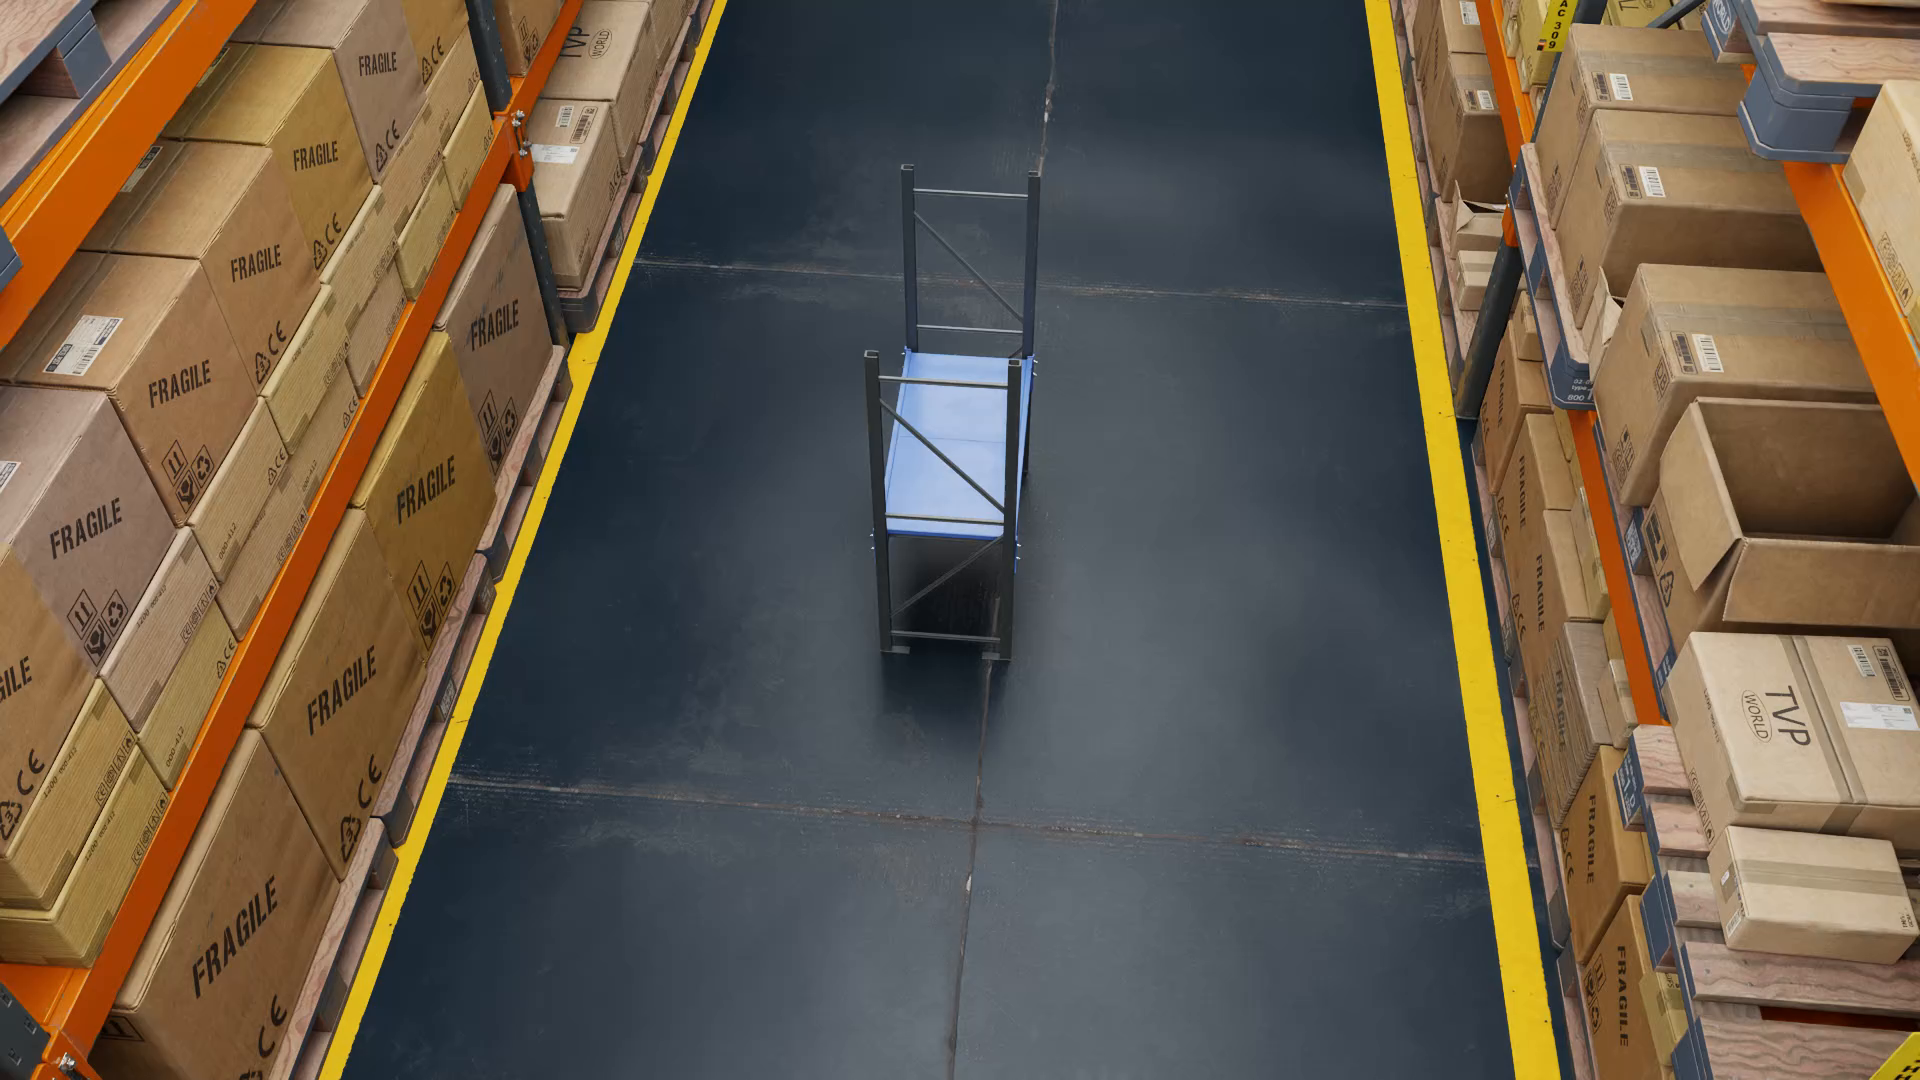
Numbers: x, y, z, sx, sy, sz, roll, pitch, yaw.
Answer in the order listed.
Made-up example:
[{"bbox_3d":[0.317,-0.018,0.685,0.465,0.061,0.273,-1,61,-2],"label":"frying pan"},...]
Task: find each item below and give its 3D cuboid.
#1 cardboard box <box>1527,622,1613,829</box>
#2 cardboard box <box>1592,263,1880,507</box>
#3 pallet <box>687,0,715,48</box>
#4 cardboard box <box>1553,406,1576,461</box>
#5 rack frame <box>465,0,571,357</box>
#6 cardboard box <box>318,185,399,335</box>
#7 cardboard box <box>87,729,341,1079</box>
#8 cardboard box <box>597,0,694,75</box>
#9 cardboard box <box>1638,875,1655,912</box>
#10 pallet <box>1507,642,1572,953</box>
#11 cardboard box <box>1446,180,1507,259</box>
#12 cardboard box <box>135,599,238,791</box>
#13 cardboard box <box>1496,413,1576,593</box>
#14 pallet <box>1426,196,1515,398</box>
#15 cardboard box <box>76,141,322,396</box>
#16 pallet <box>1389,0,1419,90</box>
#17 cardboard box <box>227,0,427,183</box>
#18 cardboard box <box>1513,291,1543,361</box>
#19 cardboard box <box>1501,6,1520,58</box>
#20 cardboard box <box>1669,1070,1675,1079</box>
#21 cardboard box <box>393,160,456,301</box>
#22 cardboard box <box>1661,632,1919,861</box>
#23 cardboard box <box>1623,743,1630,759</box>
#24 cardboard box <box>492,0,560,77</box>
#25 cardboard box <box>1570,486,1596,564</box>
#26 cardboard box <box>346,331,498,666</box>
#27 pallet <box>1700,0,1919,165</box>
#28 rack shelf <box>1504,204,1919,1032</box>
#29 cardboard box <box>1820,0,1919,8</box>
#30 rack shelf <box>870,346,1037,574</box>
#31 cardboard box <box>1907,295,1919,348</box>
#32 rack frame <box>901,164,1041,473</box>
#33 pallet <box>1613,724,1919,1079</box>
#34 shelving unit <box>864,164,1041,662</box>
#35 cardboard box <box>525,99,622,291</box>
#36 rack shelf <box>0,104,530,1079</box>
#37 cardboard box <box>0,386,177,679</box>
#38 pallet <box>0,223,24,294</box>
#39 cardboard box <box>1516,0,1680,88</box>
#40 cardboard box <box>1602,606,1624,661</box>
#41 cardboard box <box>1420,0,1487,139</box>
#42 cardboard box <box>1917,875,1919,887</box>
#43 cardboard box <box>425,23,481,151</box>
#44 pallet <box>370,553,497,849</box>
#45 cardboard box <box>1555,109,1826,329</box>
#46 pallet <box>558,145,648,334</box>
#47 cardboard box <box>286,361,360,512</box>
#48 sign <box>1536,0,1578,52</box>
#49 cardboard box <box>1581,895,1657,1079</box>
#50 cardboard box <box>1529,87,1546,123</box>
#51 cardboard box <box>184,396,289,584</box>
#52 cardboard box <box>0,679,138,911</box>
[{"bbox_3d":[2.257,0.633,5.574,0.500,0.500,0.500,2,48,2],"label":"cardboard box"},{"bbox_3d":[2.281,-0.426,4.781,0.700,0.500,0.500,4,48,3],"label":"cardboard box"},{"bbox_3d":[-1.907,-3.285,9.637,1.003,0.211,1.213,4,48,4],"label":"pallet"},{"bbox_3d":[2.409,-0.422,6.099,0.380,0.149,0.250,2,48,2],"label":"cardboard box"},{"bbox_3d":[-2.277,-1.879,6.462,1.000,3.000,0.127,4,48,4],"label":"rack frame"},{"bbox_3d":[-2.154,-0.908,5.337,0.500,0.250,0.500,5,48,4],"label":"cardboard box"},{"bbox_3d":[-2.495,1.133,4.862,0.875,0.875,0.875,3,48,3],"label":"cardboard box"},{"bbox_3d":[-1.948,-2.931,8.876,0.875,0.438,0.875,5,48,5],"label":"cardboard box"},{"bbox_3d":[2.157,1.101,4.706,0.380,0.149,0.250,2,48,2],"label":"cardboard box"},{"bbox_3d":[2.522,0.892,5.817,1.003,0.211,1.213,4,48,4],"label":"pallet"},{"bbox_3d":[2.458,-1.459,7.646,0.396,0.266,0.258,5,48,5],"label":"cardboard box"},{"bbox_3d":[-2.317,0.389,4.489,0.500,0.250,0.500,3,48,2],"label":"cardboard box"},{"bbox_3d":[2.360,-0.114,6.257,0.500,0.500,0.500,3,48,3],"label":"cardboard box"},{"bbox_3d":[2.730,-1.112,7.650,1.003,0.211,1.213,4,48,4],"label":"pallet"},{"bbox_3d":[-2.205,-0.772,4.704,0.500,0.500,0.500,5,48,4],"label":"cardboard box"},{"bbox_3d":[2.953,-2.905,9.290,1.003,0.211,1.213,4,48,4],"label":"pallet"},{"bbox_3d":[-2.107,-1.525,5.392,0.500,0.500,0.500,5,48,4],"label":"cardboard box"},{"bbox_3d":[2.369,-0.820,6.463,0.380,0.149,0.250,6,48,5],"label":"cardboard box"},{"bbox_3d":[2.446,-2.100,6.834,0.380,0.149,0.250,5,48,5],"label":"cardboard box"},{"bbox_3d":[2.095,1.494,4.347,0.380,0.149,0.250,2,48,2],"label":"cardboard box"},{"bbox_3d":[-2.114,-1.108,5.858,0.500,0.250,0.500,3,48,3],"label":"cardboard box"},{"bbox_3d":[2.076,0.503,4.100,0.500,0.250,0.500,2,48,2],"label":"cardboard box"},{"bbox_3d":[2.248,0.726,5.048,0.380,0.149,0.250,3,48,3],"label":"cardboard box"},{"bbox_3d":[-1.973,-2.240,6.725,0.500,0.500,0.500,5,48,5],"label":"cardboard box"},{"bbox_3d":[2.337,-0.038,5.748,0.380,0.149,0.250,4,48,3],"label":"cardboard box"},{"bbox_3d":[-2.328,-0.179,6.062,0.875,0.875,0.875,5,48,5],"label":"cardboard box"},{"bbox_3d":[2.446,-1.261,3.991,1.213,0.211,1.003,4,48,4],"label":"pallet"},{"bbox_3d":[2.484,0.164,5.081,1.077,0.370,4.000,4,48,4],"label":"rack shelf"},{"bbox_3d":[2.129,-1.327,3.742,0.380,0.149,0.250,5,48,4],"label":"cardboard box"},{"bbox_3d":[-0.008,-0.322,6.298,0.538,0.185,1.000,4,48,4],"label":"rack shelf"},{"bbox_3d":[2.152,-0.334,3.117,0.500,0.250,0.500,4,48,4],"label":"cardboard box"},{"bbox_3d":[0.039,-0.817,6.507,0.500,1.500,0.032,4,48,4],"label":"rack frame"},{"bbox_3d":[2.294,0.953,4.002,1.213,0.211,1.003,4,48,4],"label":"pallet"},{"bbox_3d":[-0.008,-0.443,6.165,0.538,1.500,1.048,4,48,4],"label":"shelving unit"},{"bbox_3d":[-2.112,-1.611,7.668,0.875,0.438,0.875,3,48,3],"label":"cardboard box"},{"bbox_3d":[-2.459,-0.167,5.383,1.077,0.370,4.000,4,48,4],"label":"rack shelf"},{"bbox_3d":[-2.317,-0.022,4.018,0.500,0.500,0.500,4,48,4],"label":"cardboard box"},{"bbox_3d":[-2.635,-0.365,3.173,1.213,0.211,1.003,6,48,5],"label":"pallet"},{"bbox_3d":[2.470,-1.989,6.462,0.500,0.250,0.500,5,48,5],"label":"cardboard box"},{"bbox_3d":[2.317,0.344,5.398,0.380,0.149,0.250,4,48,4],"label":"cardboard box"},{"bbox_3d":[2.617,-2.335,8.289,0.500,0.500,0.500,5,48,4],"label":"cardboard box"},{"bbox_3d":[2.505,0.848,3.615,0.500,0.500,0.500,6,48,5],"label":"cardboard box"},{"bbox_3d":[-2.075,-1.657,6.022,0.500,0.250,0.500,4,48,3],"label":"cardboard box"},{"bbox_3d":[-2.380,0.533,6.146,1.003,0.211,1.213,4,48,4],"label":"pallet"},{"bbox_3d":[2.353,-1.003,5.308,0.700,0.500,0.500,4,48,4],"label":"cardboard box"},{"bbox_3d":[-2.129,-1.492,7.997,1.003,0.211,1.213,4,48,4],"label":"pallet"},{"bbox_3d":[-2.222,-0.359,5.173,0.500,0.250,0.500,4,48,4],"label":"cardboard box"},{"bbox_3d":[2.126,-1.871,5.868,0.100,0.325,0.005,4,48,4],"label":"sign"},{"bbox_3d":[2.183,1.401,4.872,0.500,0.500,0.500,3,48,3],"label":"cardboard box"},{"bbox_3d":[2.444,-1.715,6.482,0.380,0.149,0.250,4,48,4],"label":"cardboard box"},{"bbox_3d":[-2.243,-0.159,4.652,0.500,0.250,0.500,4,48,3],"label":"cardboard box"},{"bbox_3d":[-2.349,0.586,3.970,0.500,0.250,0.500,4,48,3],"label":"cardboard box"}]
